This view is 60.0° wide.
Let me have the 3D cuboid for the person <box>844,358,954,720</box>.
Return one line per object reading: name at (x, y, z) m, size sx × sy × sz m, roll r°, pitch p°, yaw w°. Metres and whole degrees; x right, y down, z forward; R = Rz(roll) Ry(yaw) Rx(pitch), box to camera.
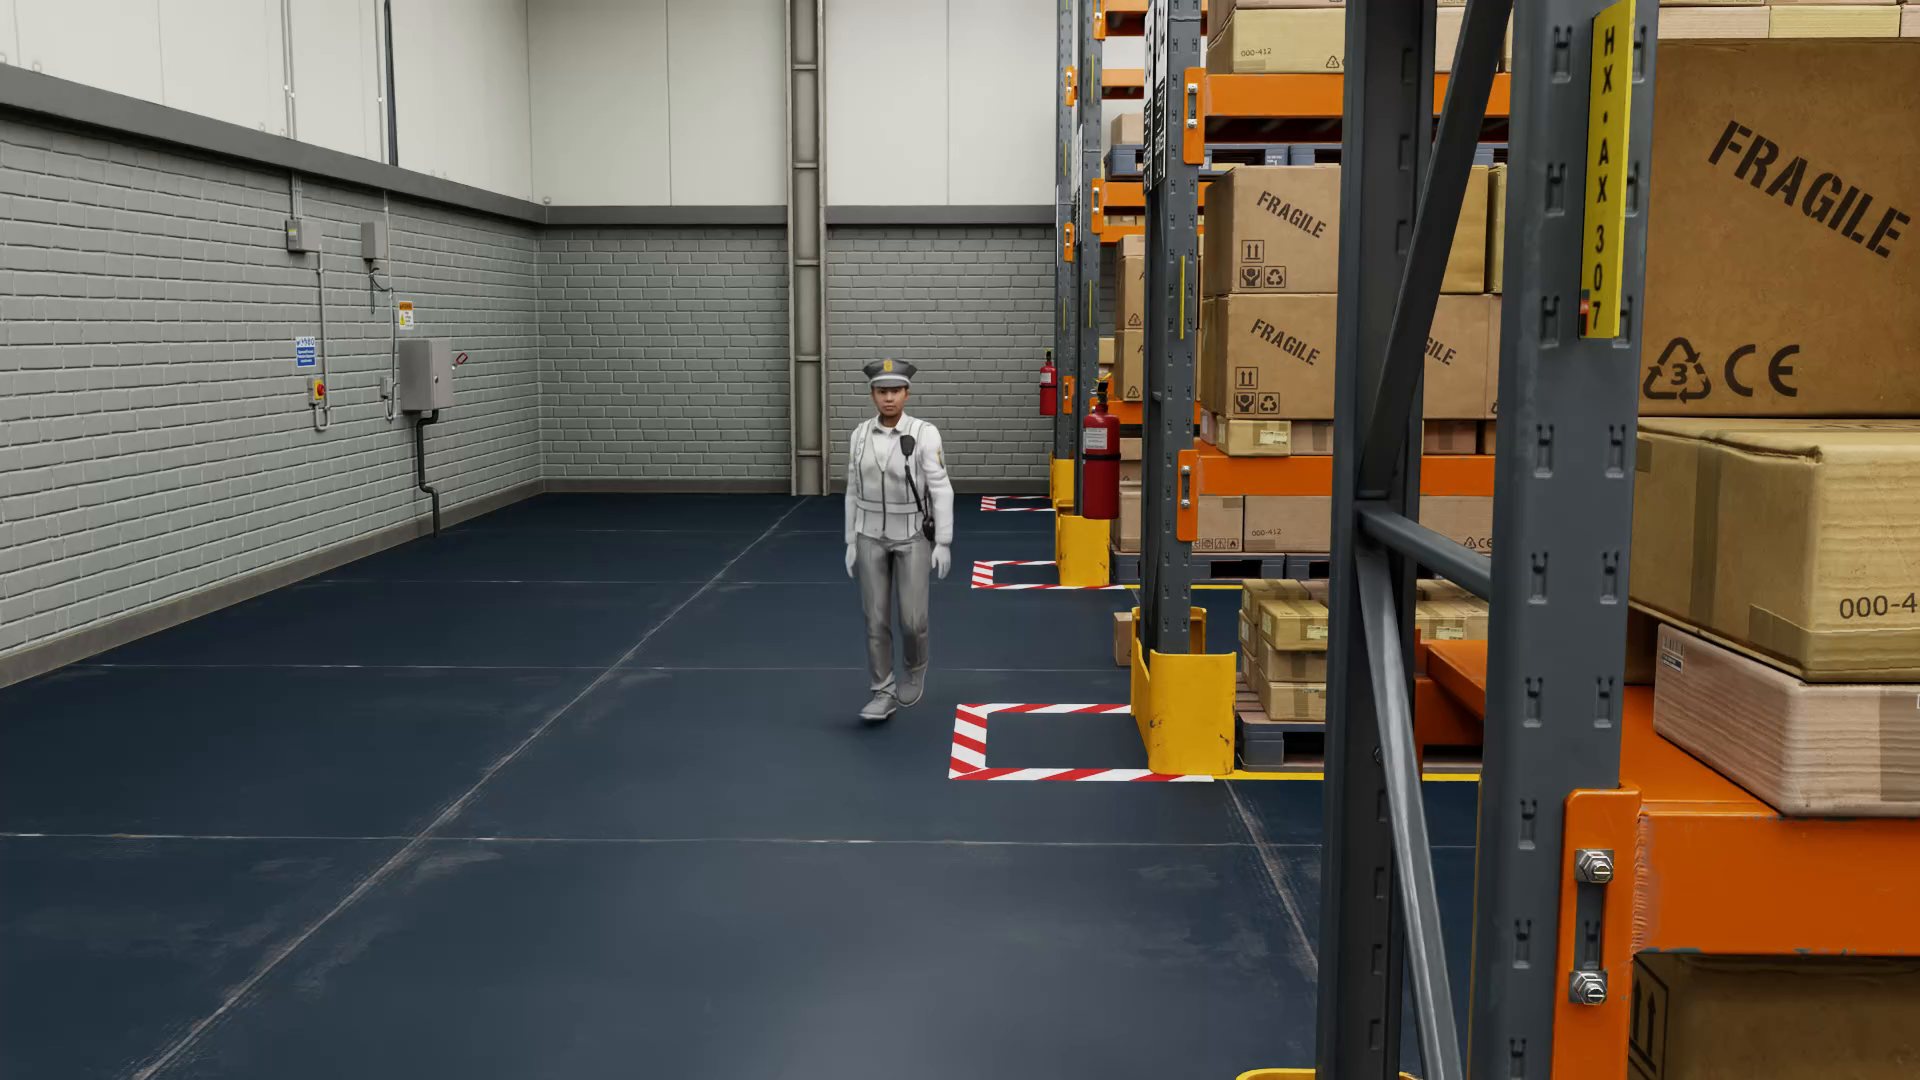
person at (-0.269, -0.007, 7.650) m, size 0.518 × 1.660 × 0.497 m, roll 2°, pitch 8°, yaw 14°
